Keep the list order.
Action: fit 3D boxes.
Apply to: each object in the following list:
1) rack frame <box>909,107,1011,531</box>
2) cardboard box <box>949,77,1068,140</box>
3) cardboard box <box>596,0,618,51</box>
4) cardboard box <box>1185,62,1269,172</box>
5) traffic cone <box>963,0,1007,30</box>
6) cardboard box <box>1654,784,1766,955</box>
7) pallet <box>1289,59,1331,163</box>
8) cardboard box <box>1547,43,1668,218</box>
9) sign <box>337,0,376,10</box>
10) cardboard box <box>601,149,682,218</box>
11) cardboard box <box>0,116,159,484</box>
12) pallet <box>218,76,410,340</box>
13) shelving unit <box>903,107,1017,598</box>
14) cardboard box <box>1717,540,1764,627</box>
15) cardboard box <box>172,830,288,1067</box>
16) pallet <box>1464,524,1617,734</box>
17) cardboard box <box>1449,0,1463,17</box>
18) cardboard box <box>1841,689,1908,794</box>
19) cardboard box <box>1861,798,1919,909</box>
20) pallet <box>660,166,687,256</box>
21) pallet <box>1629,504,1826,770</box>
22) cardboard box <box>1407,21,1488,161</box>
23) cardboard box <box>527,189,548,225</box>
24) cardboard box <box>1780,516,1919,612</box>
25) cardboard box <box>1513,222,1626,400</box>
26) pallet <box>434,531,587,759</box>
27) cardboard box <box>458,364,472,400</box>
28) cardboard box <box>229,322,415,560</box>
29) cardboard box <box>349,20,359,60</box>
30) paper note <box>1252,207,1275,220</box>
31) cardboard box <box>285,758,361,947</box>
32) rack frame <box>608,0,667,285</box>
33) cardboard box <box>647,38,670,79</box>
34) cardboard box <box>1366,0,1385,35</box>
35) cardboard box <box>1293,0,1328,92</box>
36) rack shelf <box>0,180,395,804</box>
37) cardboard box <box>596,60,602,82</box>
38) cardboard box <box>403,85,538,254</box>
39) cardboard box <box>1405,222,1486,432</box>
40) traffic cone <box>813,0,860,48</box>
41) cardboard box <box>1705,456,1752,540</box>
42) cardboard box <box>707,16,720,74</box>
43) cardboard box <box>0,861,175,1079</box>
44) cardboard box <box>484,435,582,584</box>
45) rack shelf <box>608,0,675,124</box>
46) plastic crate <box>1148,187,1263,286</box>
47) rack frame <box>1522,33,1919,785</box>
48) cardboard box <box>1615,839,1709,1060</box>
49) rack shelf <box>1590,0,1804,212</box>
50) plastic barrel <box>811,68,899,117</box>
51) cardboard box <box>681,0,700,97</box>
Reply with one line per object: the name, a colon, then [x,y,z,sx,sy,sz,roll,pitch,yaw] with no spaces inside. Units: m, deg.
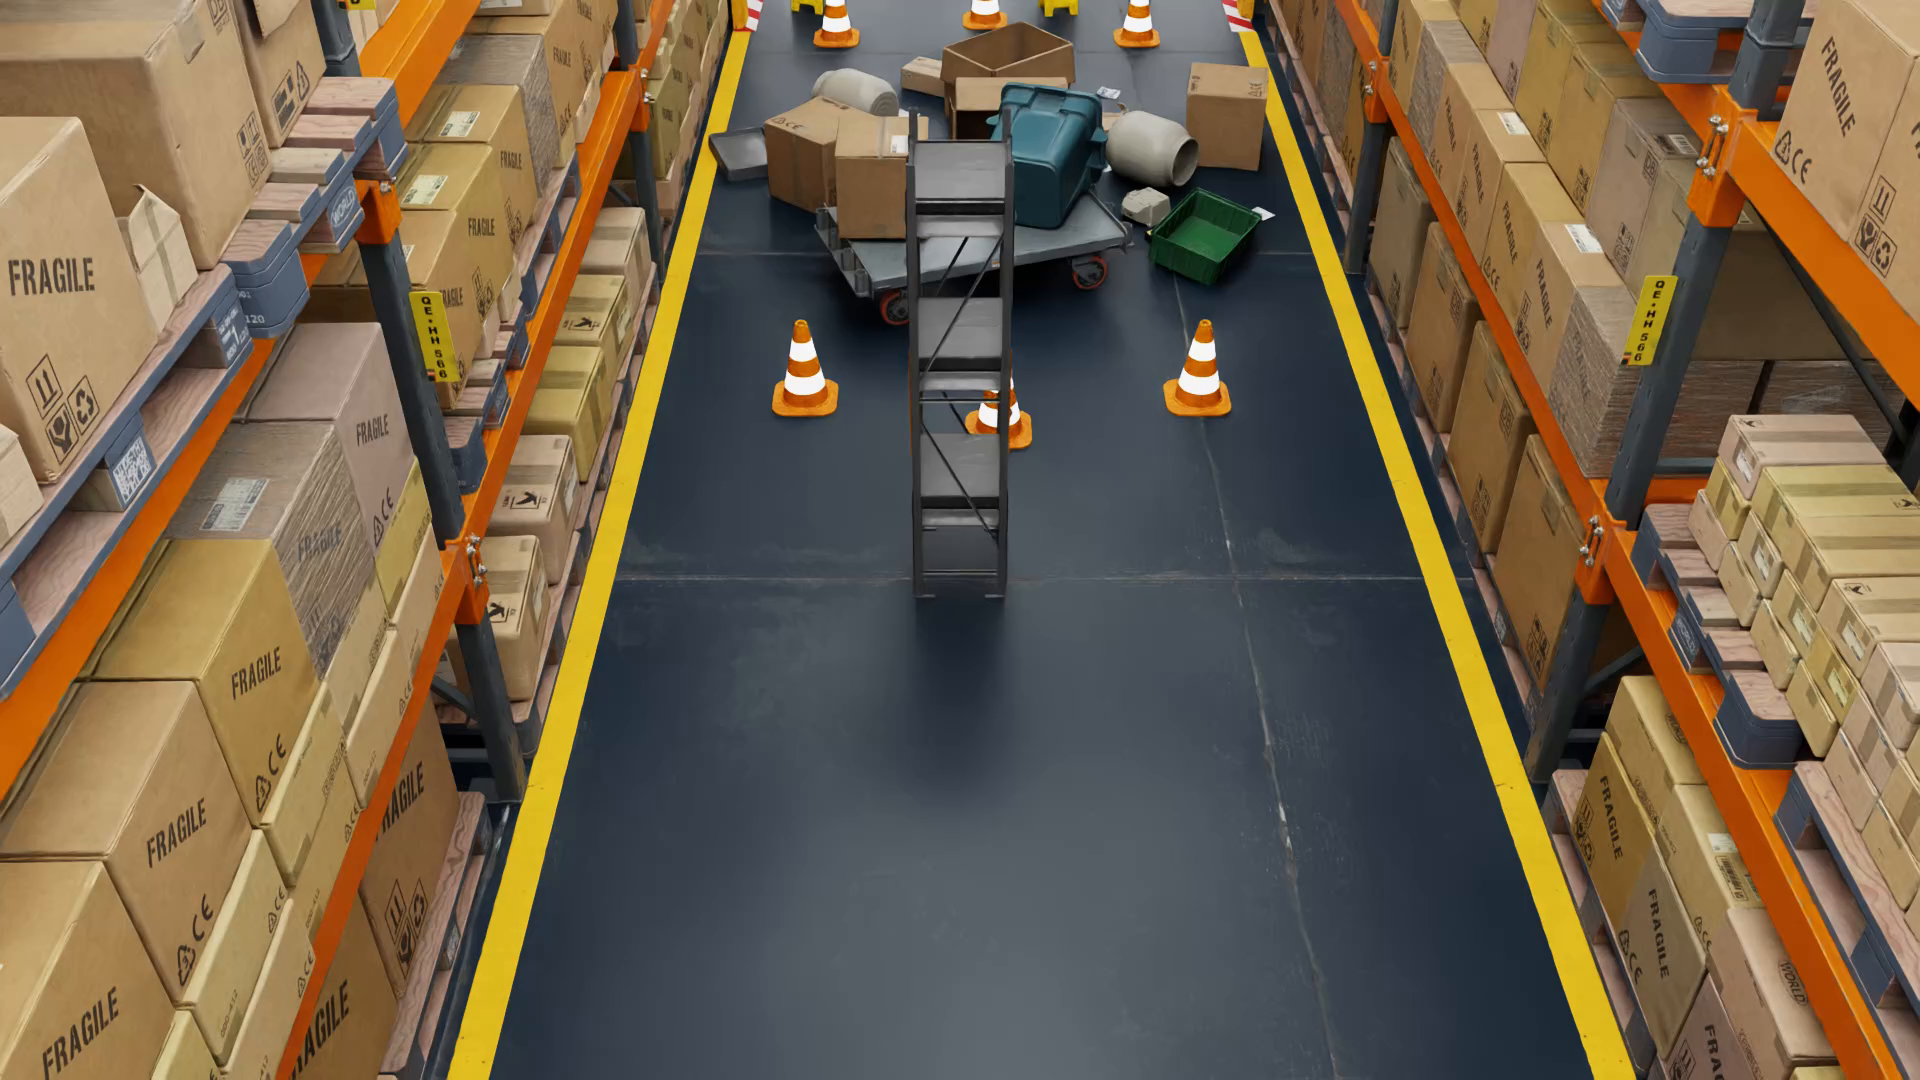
rack frame: [0.000,-0.868,7.155,0.400,2.100,0.015,0,39,0]
cardboard box: [0.332,-2.580,10.459,0.797,0.637,0.503,0,39,0]
cardboard box: [-1.976,-2.712,8.081,0.500,0.500,0.500,-1,39,-1]
cardboard box: [1.715,-2.744,10.772,0.500,0.500,0.500,6,39,8]
traffic cone: [0.189,-4.138,12.544,0.336,0.463,0.334,0,39,0]
cardboard box: [2.507,1.021,5.141,0.500,0.250,0.500,0,39,-1]
pallet: [2.816,-2.900,11.201,1.003,0.211,1.213,0,39,0]
cardboard box: [2.753,-1.594,6.461,0.700,0.500,0.500,-1,39,-1]
sign: [-1.647,-1.578,4.446,0.100,0.325,0.005,0,39,0]
cardboard box: [-1.937,-2.141,9.887,0.500,0.250,0.500,-2,39,-2]
cardboard box: [-1.910,-0.451,3.100,0.500,0.500,0.500,0,39,0]
pallet: [-2.148,-0.874,4.195,1.213,0.211,1.003,2,39,2]
shelving unit: [0.000,-0.716,6.964,0.431,2.100,0.503,0,39,0]
cardboard box: [2.547,0.135,5.048,0.380,0.149,0.250,2,39,2]
cardboard box: [-1.921,0.952,3.884,0.500,0.250,0.500,-1,39,-1]
pallet: [2.822,0.348,7.147,1.003,0.211,1.213,0,39,0]
cardboard box: [2.750,-2.867,8.049,0.700,0.500,0.500,-1,39,-1]
cardboard box: [2.554,0.524,4.325,0.380,0.149,0.250,0,39,0]
cardboard box: [2.550,0.796,4.223,0.380,0.149,0.250,0,39,1]
pallet: [-2.243,-2.013,10.093,1.003,0.211,1.213,0,39,0]
pallet: [2.855,0.274,5.163,1.213,0.211,1.003,0,39,0]
cardboard box: [2.476,-2.142,7.945,0.500,0.500,0.500,0,39,0]
cardboard box: [-1.970,-1.460,7.038,0.380,0.149,0.250,1,39,1]
cardboard box: [2.554,0.066,4.659,0.380,0.149,0.250,0,39,0]
cardboard box: [2.480,-0.879,6.368,0.500,0.500,0.500,0,39,0]
pallet: [-2.201,0.419,7.058,1.003,0.211,1.213,0,39,0]
cardboard box: [-1.983,-0.626,5.998,0.380,0.149,0.250,-2,39,-3]
cardboard box: [-1.940,-0.286,4.829,0.500,0.500,0.500,-1,39,-1]
cardboard box: [-2.032,-1.450,4.962,0.380,0.149,0.250,0,39,0]
paper note: [1.837,-2.010,10.233,0.147,0.020,0.142,-28,46,-30]
cardboard box: [-1.941,0.829,4.437,0.500,0.250,0.500,0,39,-1]
rack frame: [-2.207,-2.681,8.697,1.000,3.000,0.127,0,39,0]
cardboard box: [-1.877,-2.765,9.547,0.380,0.149,0.250,0,39,1]
cardboard box: [2.731,-3.037,9.022,0.875,0.550,0.550,0,39,0]
cardboard box: [2.809,-3.610,11.219,0.875,0.875,0.875,-1,39,-1]
rack shelf: [-2.200,0.181,3.302,1.077,0.370,4.000,0,39,0]
cardboard box: [-1.947,-2.261,8.037,0.380,0.149,0.250,-1,39,-1]
cardboard box: [-1.986,-1.438,6.493,0.500,0.500,0.500,1,39,1]
cardboard box: [2.831,-1.043,8.116,1.050,0.750,0.750,0,39,0]
traffic cone: [-0.921,-3.925,12.278,0.336,0.463,0.334,0,39,0]
cardboard box: [2.548,-0.126,5.136,0.380,0.149,0.250,2,39,2]
cardboard box: [-1.948,-3.444,11.512,0.500,0.250,0.500,0,39,0]
cardboard box: [-1.937,0.985,3.243,0.500,0.500,0.500,-1,39,-1]
cardboard box: [-2.201,-0.133,7.283,0.950,0.372,0.625,-1,39,-1]
rack shelf: [-2.209,-3.651,10.483,1.077,0.370,4.000,0,39,0]
plastic crate: [1.433,-1.781,9.776,0.450,0.188,0.662,27,45,16]
rack frame: [2.748,-0.247,5.659,1.000,3.000,0.127,0,39,0]
cardboard box: [2.498,1.322,5.365,0.500,0.500,0.500,0,39,0]
rack shelf: [2.746,-2.387,6.507,1.077,0.370,4.000,0,39,0]
plastic barrel: [-0.695,-2.887,11.014,0.512,0.421,0.421,28,46,30]
cardboard box: [-1.948,-3.093,10.474,0.500,0.500,0.500,2,39,2]
